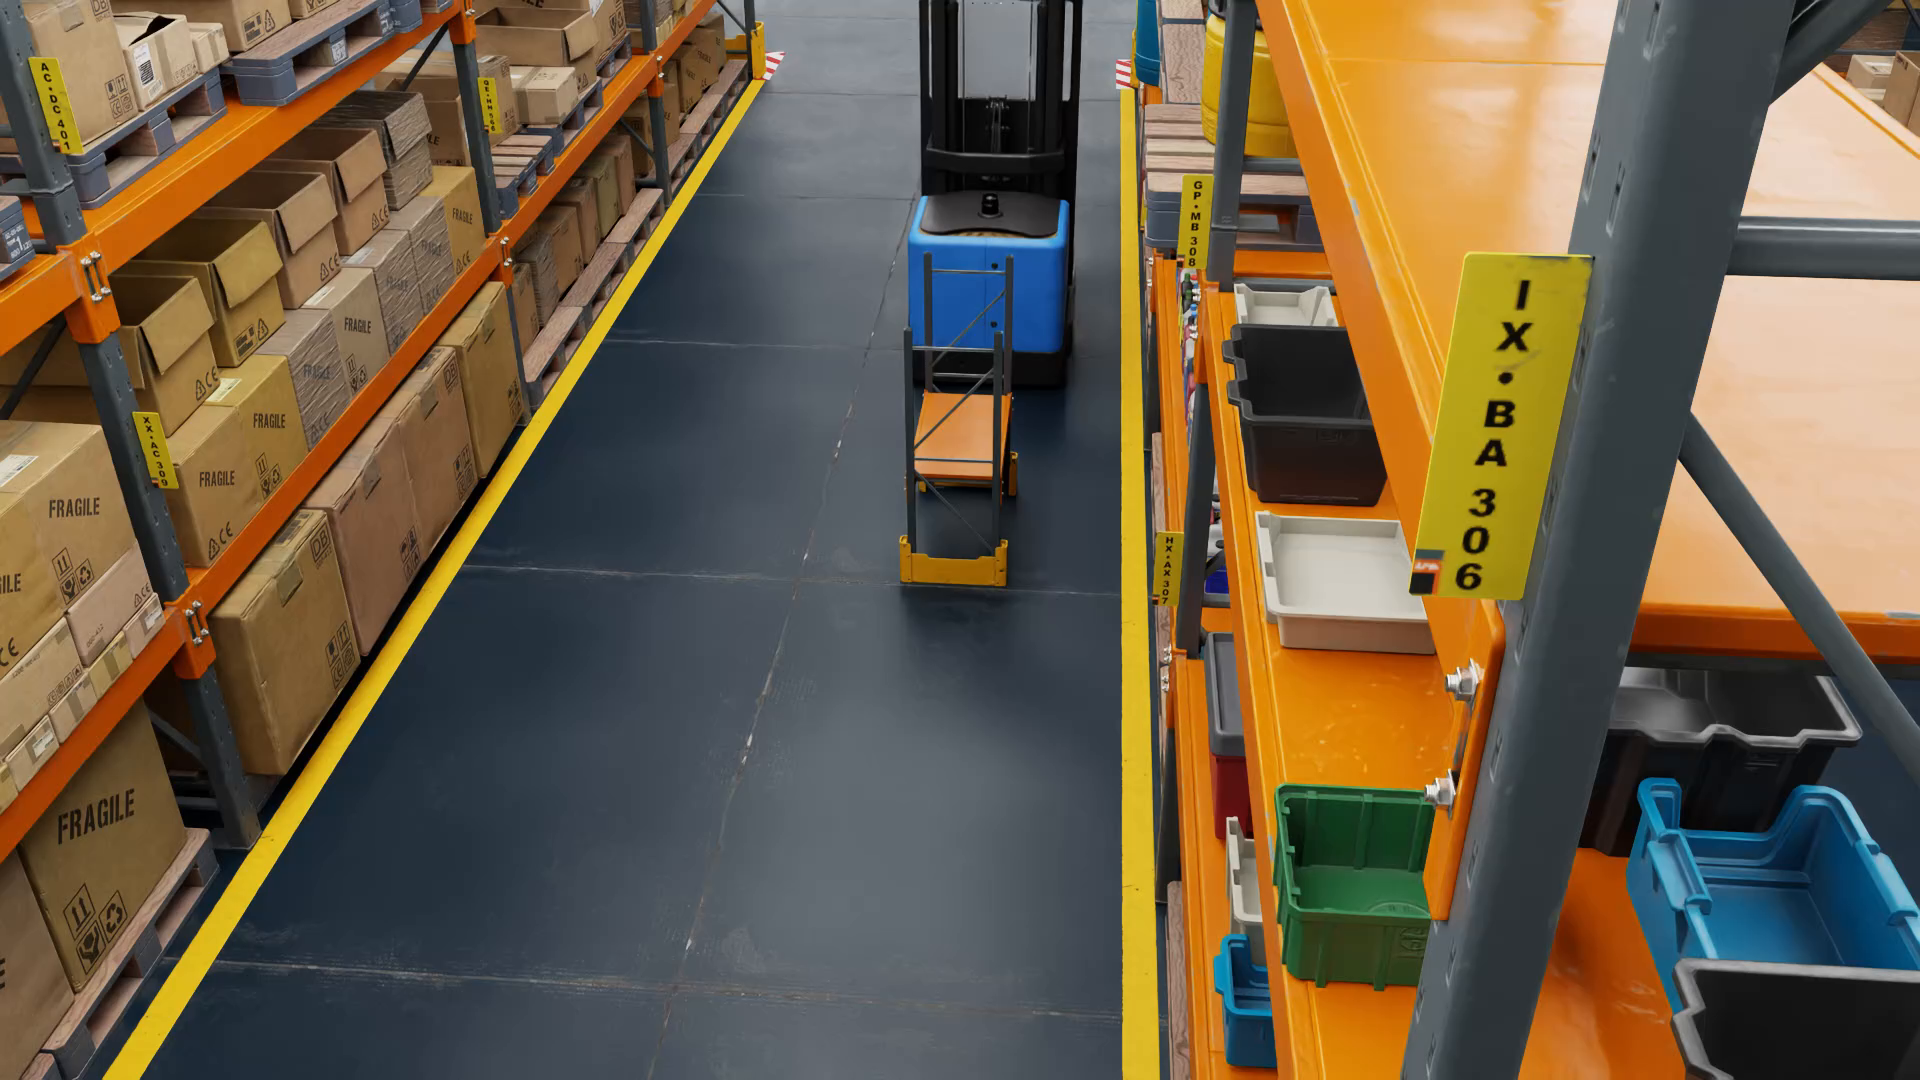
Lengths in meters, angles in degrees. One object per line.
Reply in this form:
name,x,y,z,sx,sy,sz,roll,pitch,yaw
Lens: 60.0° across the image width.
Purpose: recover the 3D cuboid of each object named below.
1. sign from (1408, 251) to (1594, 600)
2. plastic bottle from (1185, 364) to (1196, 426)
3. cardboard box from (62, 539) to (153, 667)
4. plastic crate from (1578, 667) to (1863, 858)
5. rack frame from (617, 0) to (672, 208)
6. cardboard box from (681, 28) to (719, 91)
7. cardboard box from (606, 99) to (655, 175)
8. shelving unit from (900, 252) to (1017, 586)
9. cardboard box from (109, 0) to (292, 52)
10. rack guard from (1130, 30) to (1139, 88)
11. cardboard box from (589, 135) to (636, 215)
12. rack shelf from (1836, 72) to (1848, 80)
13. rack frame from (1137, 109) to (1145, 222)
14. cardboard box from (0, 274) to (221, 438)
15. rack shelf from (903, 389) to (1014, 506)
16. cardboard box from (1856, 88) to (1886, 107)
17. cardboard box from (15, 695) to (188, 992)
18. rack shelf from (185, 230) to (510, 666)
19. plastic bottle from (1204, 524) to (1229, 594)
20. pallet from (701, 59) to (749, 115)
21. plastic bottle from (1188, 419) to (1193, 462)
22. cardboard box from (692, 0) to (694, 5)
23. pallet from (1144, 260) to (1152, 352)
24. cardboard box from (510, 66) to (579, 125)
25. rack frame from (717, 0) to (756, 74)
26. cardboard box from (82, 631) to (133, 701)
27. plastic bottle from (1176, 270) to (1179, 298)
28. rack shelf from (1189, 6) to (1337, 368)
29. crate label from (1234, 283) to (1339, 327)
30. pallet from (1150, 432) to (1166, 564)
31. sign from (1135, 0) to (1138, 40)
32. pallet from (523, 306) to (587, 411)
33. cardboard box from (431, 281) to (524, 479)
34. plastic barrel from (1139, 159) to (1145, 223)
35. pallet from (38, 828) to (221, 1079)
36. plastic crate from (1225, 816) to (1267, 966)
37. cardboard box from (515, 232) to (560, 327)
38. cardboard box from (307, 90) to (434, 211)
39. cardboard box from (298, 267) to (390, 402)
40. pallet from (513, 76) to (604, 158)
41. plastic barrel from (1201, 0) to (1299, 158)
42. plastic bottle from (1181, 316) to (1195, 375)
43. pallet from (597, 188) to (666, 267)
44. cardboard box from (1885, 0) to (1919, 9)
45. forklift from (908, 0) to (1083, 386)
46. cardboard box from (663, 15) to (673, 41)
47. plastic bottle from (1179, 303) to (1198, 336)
sign,0.452,-0.088,1.403,0.100,0.325,0.005,2,32,4
plastic bottle,1.111,-0.687,7.898,0.061,0.283,0.133,2,32,4
cardboard box,-3.384,0.220,6.174,0.500,0.250,0.500,2,32,3
plastic crate,1.400,0.306,3.375,0.504,0.338,0.767,2,32,4
rack frame,-2.958,-4.143,13.393,1.000,3.000,0.127,2,32,4
cardboard box,-2.715,-4.709,16.295,0.500,0.500,0.500,11,33,17
cardboard box,-2.886,-3.465,14.276,0.500,0.500,0.500,2,32,2
shelving unit,0.006,-0.678,9.201,0.587,1.500,1.083,2,32,4
cardboard box,-3.429,-2.482,7.340,0.797,0.503,0.637,2,32,3
rack guard,2.345,-4.917,17.032,1.175,0.500,0.348,2,32,4
cardboard box,-3.030,-2.946,13.414,0.700,0.500,0.500,0,32,0
rack shelf,7.078,-4.457,14.589,1.077,0.370,4.000,2,32,4
rack frame,1.978,-3.931,13.050,1.000,3.000,0.127,2,32,4
cardboard box,-3.566,-0.763,6.858,0.797,0.503,0.637,2,32,3
rack shelf,0.007,-0.530,9.304,0.538,0.185,1.000,2,32,4
cardboard box,6.639,-3.156,12.032,0.380,0.149,0.250,2,32,4
cardboard box,-3.743,1.108,6.498,0.875,0.875,0.875,2,32,4
rack shelf,-3.447,-0.699,8.491,1.077,0.370,4.000,2,32,4
plastic bottle,1.037,0.085,6.651,0.152,0.276,0.135,2,32,4
pallet,-2.740,-4.584,16.768,1.003,0.211,1.213,2,32,4
plastic bottle,1.119,-0.440,7.503,0.152,0.276,0.135,2,32,4
cardboard box,-2.564,-4.790,14.683,0.380,0.149,0.250,2,32,4
pallet,1.856,-1.692,12.075,1.003,0.211,1.213,2,32,4
cardboard box,-2.918,-3.033,11.335,0.500,0.250,0.500,2,32,3
rack frame,-2.633,-6.234,16.787,1.000,3.000,0.127,2,32,4
cardboard box,-3.329,0.456,6.171,0.380,0.149,0.250,3,32,5
plastic bottle,1.250,-1.432,9.184,0.097,0.201,0.097,0,32,0
rack shelf,1.490,-1.764,7.361,1.077,0.370,4.000,2,32,4
crate label,0.999,-0.669,5.149,0.293,0.136,0.466,2,32,4
pallet,1.630,-0.238,9.716,1.003,0.211,1.213,2,32,4
sign,1.431,-4.078,13.025,0.100,0.325,0.005,2,32,4
pallet,-3.219,-1.272,11.394,1.003,0.211,1.213,2,32,4
cardboard box,-3.361,-0.965,9.863,1.225,0.875,0.875,1,32,2
plastic barrel,1.388,-2.153,10.035,0.600,0.536,0.708,2,32,4
pallet,-3.750,1.622,6.697,1.003,0.211,1.213,2,32,4
plastic crate,1.019,1.068,4.995,0.437,0.282,0.530,2,32,4
cardboard box,-3.217,-1.816,11.581,0.700,0.500,0.500,0,32,0
cardboard box,-3.360,-2.139,9.091,0.797,0.503,0.637,3,32,6
cardboard box,-3.205,-1.027,8.242,0.500,0.500,0.500,3,32,5
pallet,-3.164,-3.006,11.732,1.003,0.211,1.213,2,32,4
plastic barrel,1.199,-1.770,6.104,0.600,0.588,0.600,0,32,0
plastic bottle,1.156,-0.975,8.365,0.061,0.283,0.133,2,32,4
pallet,-3.020,-2.548,13.464,1.003,0.211,1.213,2,32,4
cardboard box,7.130,-4.168,12.722,0.380,0.149,0.250,2,32,4
forklift,0.293,-3.023,11.643,1.130,2.935,3.031,3,32,4
cardboard box,-2.608,-4.265,13.832,0.380,0.149,0.250,2,32,4
plastic bottle,1.210,-1.171,8.761,0.097,0.201,0.097,0,32,0
